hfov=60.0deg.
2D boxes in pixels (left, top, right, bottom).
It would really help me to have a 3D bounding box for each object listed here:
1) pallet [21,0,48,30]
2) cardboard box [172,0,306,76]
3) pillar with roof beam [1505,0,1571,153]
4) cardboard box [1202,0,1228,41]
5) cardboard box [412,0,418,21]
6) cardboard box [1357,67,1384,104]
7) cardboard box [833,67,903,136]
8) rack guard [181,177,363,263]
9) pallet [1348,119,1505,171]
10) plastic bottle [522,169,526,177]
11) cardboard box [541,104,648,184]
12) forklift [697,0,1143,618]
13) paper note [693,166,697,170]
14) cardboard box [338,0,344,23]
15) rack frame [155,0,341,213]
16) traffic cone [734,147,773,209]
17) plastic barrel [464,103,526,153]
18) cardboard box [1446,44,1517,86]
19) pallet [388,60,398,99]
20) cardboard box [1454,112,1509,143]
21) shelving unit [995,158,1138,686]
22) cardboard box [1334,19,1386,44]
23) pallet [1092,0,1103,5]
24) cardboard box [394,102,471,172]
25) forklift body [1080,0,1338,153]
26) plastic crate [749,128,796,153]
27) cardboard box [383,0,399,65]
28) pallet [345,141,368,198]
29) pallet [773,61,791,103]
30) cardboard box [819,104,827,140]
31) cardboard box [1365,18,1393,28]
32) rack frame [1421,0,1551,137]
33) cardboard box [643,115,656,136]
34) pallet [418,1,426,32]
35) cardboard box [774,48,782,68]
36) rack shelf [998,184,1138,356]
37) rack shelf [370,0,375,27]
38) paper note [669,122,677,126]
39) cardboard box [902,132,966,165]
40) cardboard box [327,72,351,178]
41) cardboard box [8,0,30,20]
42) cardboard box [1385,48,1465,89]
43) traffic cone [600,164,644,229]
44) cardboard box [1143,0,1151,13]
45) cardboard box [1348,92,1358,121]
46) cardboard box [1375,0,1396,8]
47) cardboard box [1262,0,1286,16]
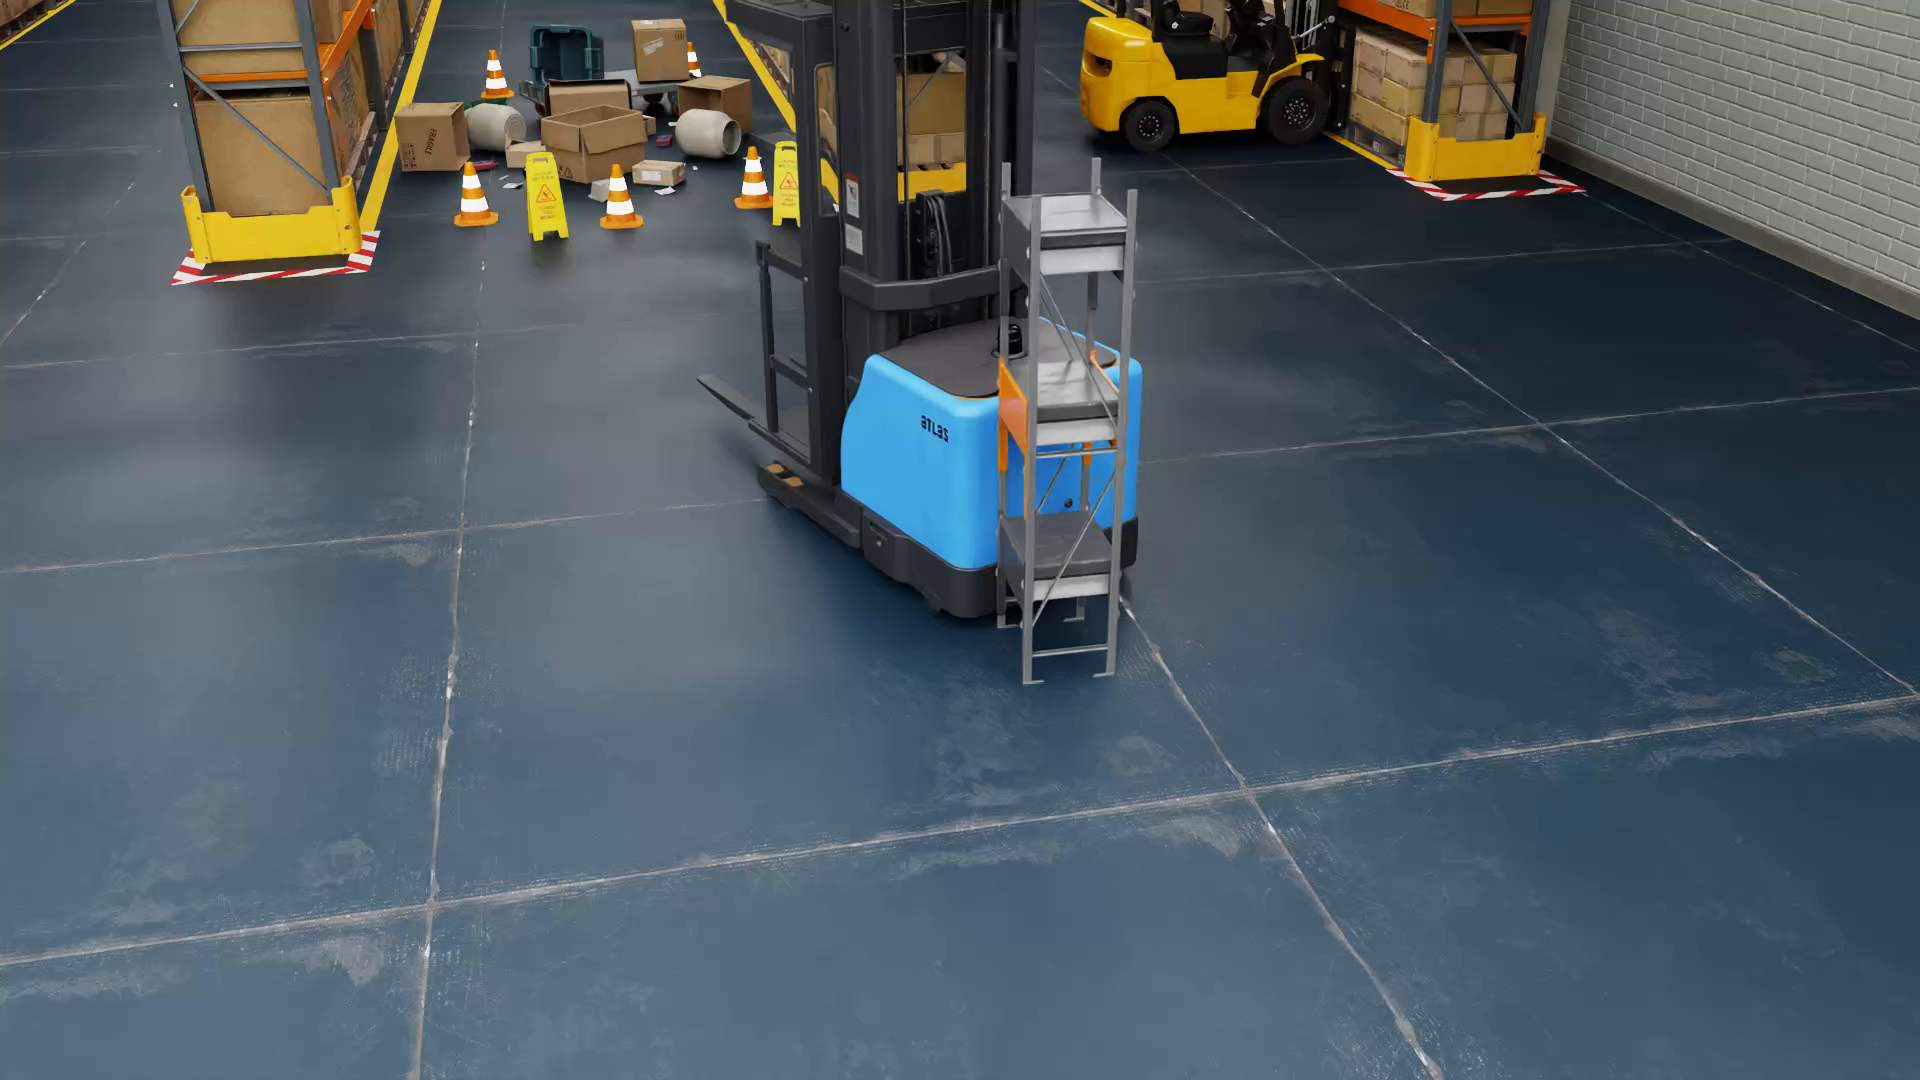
[{"bbox_3d":[-12.452,-6.759,21.406,1.003,0.211,1.213,-6,27,-12],"label":"pallet"},{"bbox_3d":[-5.267,-3.751,12.187,0.875,0.550,0.550,-6,27,-12],"label":"cardboard box"},{"bbox_3d":[1.023,-7.217,12.562,9.100,9.000,0.400,-6,27,-12],"label":"pillar with roof beam"},{"bbox_3d":[3.298,-6.031,19.040,0.875,0.625,0.625,-6,27,-12],"label":"cardboard box"},{"bbox_3d":[-6.970,-6.666,20.437,0.500,0.500,0.500,-6,27,-11],"label":"cardboard box"},{"bbox_3d":[3.979,-4.165,15.204,0.500,0.250,0.500,-6,27,-12],"label":"cardboard box"},{"bbox_3d":[-0.774,-3.693,13.991,0.500,0.500,0.500,-6,27,-11],"label":"cardboard box"},{"bbox_3d":[-5.134,-2.400,12.449,1.175,0.500,0.348,-6,27,-12],"label":"rack guard"},{"bbox_3d":[4.283,-3.665,15.278,1.003,0.211,1.213,-6,27,-12],"label":"pallet"},{"bbox_3d":[-3.739,-3.208,14.539,0.133,0.061,0.283,-16,31,-29],"label":"plastic bottle"},{"bbox_3d":[-3.202,-3.473,14.572,0.637,0.503,0.797,19,32,32],"label":"cardboard box"},{"bbox_3d":[-0.403,-1.576,8.119,1.130,2.935,3.031,-17,31,-30],"label":"forklift"},{"bbox_3d":[-2.359,-3.314,14.805,0.032,0.001,0.123,-6,27,-12],"label":"paper note"},{"bbox_3d":[-5.576,-4.478,13.626,0.875,0.550,0.500,-6,27,-12],"label":"cardboard box"},{"bbox_3d":[-5.139,-3.526,11.907,1.000,3.000,0.127,-6,27,-12],"label":"rack frame"},{"bbox_3d":[-1.693,-2.998,13.677,0.336,0.463,0.334,-6,27,-12],"label":"traffic cone"},{"bbox_3d":[-4.291,-3.790,15.288,0.512,0.421,0.421,13,30,24],"label":"plastic barrel"},{"bbox_3d":[4.572,-4.215,14.748,0.500,0.250,0.500,-6,27,-12],"label":"cardboard box"},{"bbox_3d":[-6.567,-4.905,17.733,1.003,0.211,1.213,-6,27,-12],"label":"pallet"},{"bbox_3d":[4.576,-3.774,14.984,0.500,0.250,0.500,-6,27,-11],"label":"cardboard box"},{"bbox_3d":[0.412,-0.450,6.810,0.431,2.100,0.503,-5,27,-10],"label":"shelving unit"},{"bbox_3d":[3.737,-4.823,15.952,0.500,0.250,0.500,-7,28,-13],"label":"cardboard box"},{"bbox_3d":[2.290,-7.712,23.295,1.003,0.211,1.213,-6,27,-12],"label":"pallet"},{"bbox_3d":[-4.691,-3.590,14.805,0.500,0.500,0.500,-1,27,-3],"label":"cardboard box"},{"bbox_3d":[2.291,-4.847,15.466,2.313,2.155,1.214,-6,27,-12],"label":"forklift body"},{"bbox_3d":[-1.686,-3.753,15.597,0.402,0.080,0.583,-16,31,-29],"label":"plastic crate"},{"bbox_3d":[-6.692,-5.561,17.970,1.050,0.750,0.750,-6,27,-11],"label":"cardboard box"},{"bbox_3d":[-5.667,-3.159,14.274,1.003,0.211,1.213,-6,27,-12],"label":"pallet"},{"bbox_3d":[-1.418,-4.926,17.775,1.003,0.211,1.213,-6,27,-12],"label":"pallet"},{"bbox_3d":[-1.016,-3.818,15.071,0.500,0.250,0.500,-7,28,-13],"label":"cardboard box"},{"bbox_3d":[4.245,-4.881,16.066,0.500,0.250,0.500,-6,27,-13],"label":"cardboard box"},{"bbox_3d":[4.496,-4.579,13.993,1.000,3.000,0.127,-6,27,-12],"label":"rack frame"},{"bbox_3d":[-3.148,-4.033,15.945,0.396,0.266,0.258,19,32,32],"label":"cardboard box"},{"bbox_3d":[-7.388,-6.671,21.232,1.003,0.211,1.213,-6,27,-12],"label":"pallet"},{"bbox_3d":[-1.527,-5.389,18.048,0.950,0.372,0.625,-4,27,-8],"label":"cardboard box"},{"bbox_3d":[0.411,-1.062,6.500,0.431,0.518,0.480,-5,27,-10],"label":"rack shelf"},{"bbox_3d":[-6.492,-5.839,17.288,1.077,0.370,4.000,-6,27,-12],"label":"rack shelf"},{"bbox_3d":[-2.784,-4.098,16.335,0.148,0.019,0.142,-6,27,-12],"label":"paper note"},{"bbox_3d":[-0.252,-3.415,14.273,0.500,0.250,0.500,-6,27,-12],"label":"cardboard box"},{"bbox_3d":[-5.557,-3.442,13.632,0.875,0.875,0.875,-6,27,-12],"label":"cardboard box"},{"bbox_3d":[-12.333,-6.903,20.489,1.225,0.875,0.875,-7,28,-13],"label":"cardboard box"},{"bbox_3d":[4.088,-4.156,14.630,0.500,0.250,0.500,-5,27,-10],"label":"cardboard box"},{"bbox_3d":[-2.698,-2.736,13.158,0.336,0.463,0.334,-6,27,-12],"label":"traffic cone"},{"bbox_3d":[2.820,-6.943,20.846,0.875,0.625,0.625,-5,27,-10],"label":"cardboard box"},{"bbox_3d":[3.875,-4.153,15.734,0.500,0.250,0.500,-6,27,-11],"label":"cardboard box"},{"bbox_3d":[4.021,-5.041,14.798,0.500,0.500,0.500,-5,27,-10],"label":"cardboard box"},{"bbox_3d":[3.398,-5.497,17.287,0.500,0.250,0.500,-6,27,-12],"label":"cardboard box"}]
